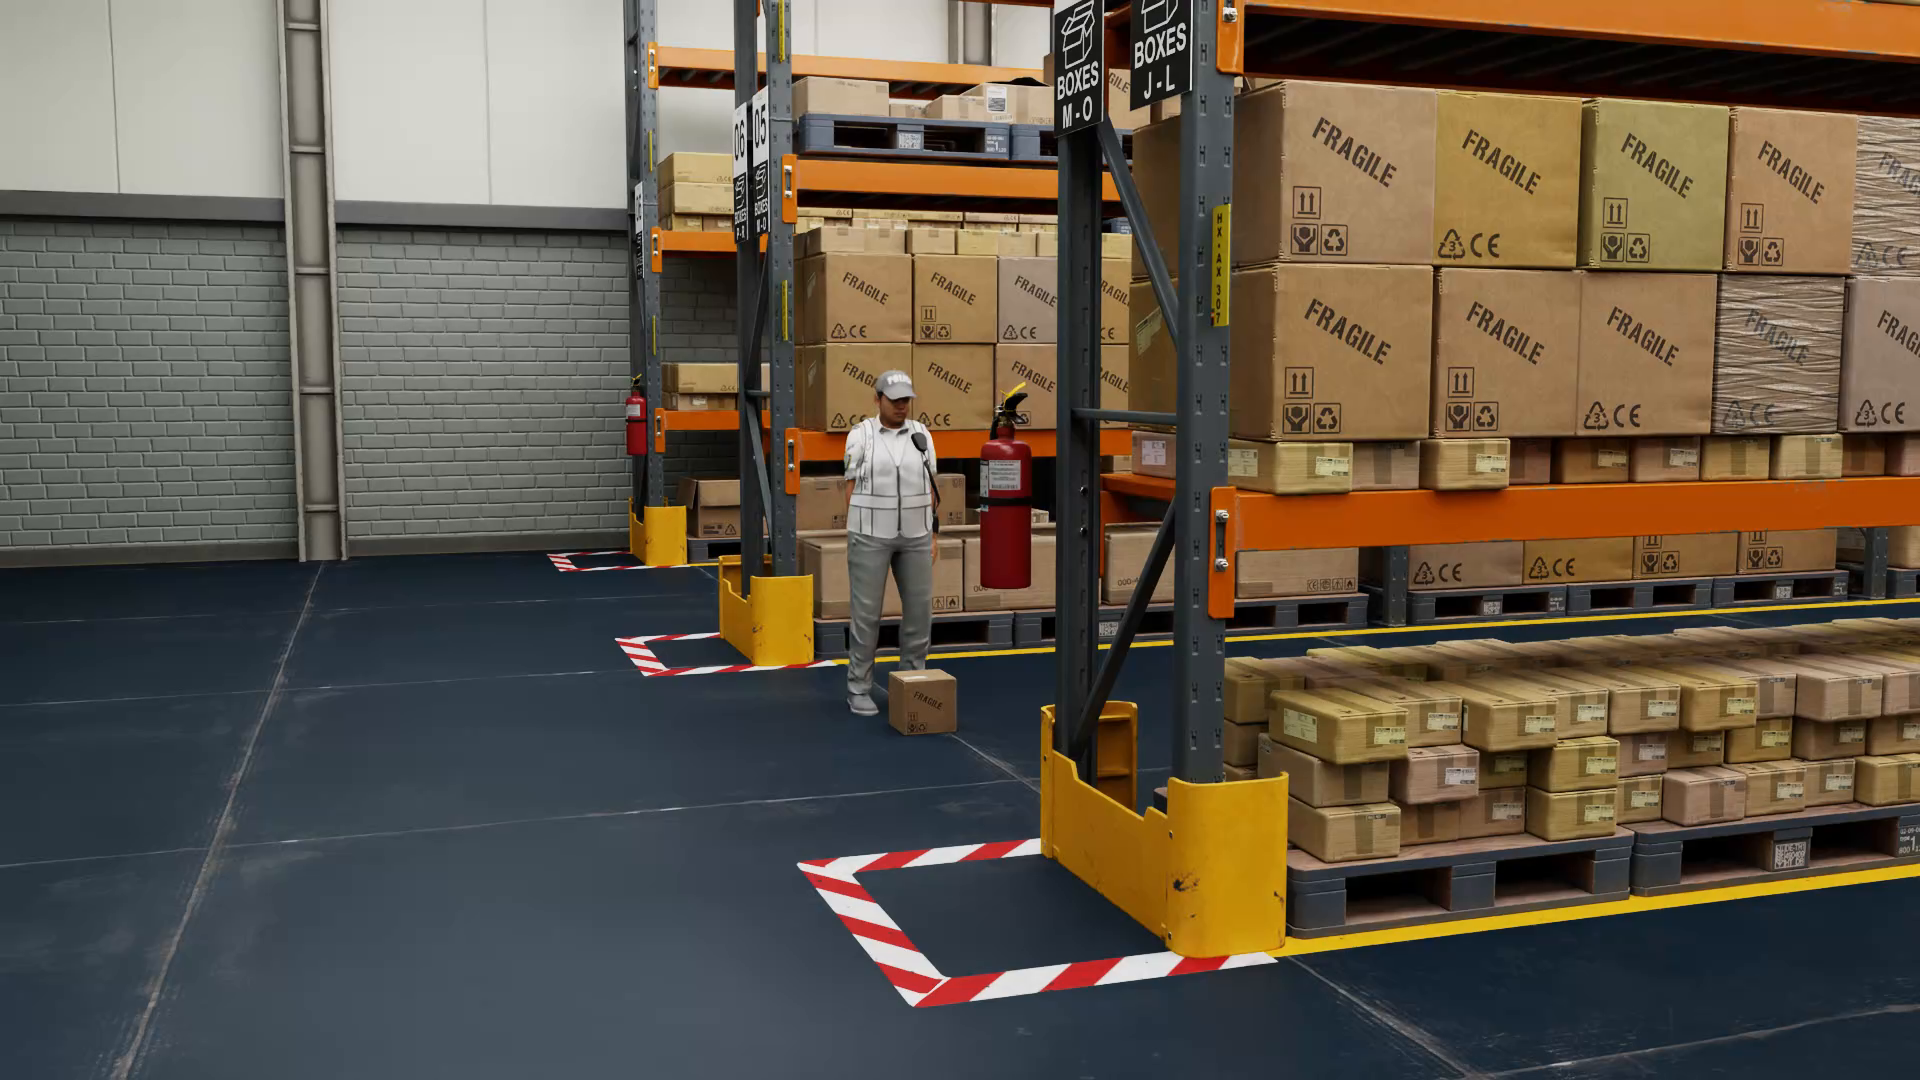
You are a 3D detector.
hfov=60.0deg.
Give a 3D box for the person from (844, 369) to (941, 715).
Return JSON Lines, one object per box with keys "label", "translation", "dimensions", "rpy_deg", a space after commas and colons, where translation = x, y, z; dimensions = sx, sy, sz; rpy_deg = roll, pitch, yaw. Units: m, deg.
{"label": "person", "translation": [-0.318, 0.005, 8.064], "dimensions": [0.469, 1.662, 0.390], "rpy_deg": [-2, 6, -17]}
